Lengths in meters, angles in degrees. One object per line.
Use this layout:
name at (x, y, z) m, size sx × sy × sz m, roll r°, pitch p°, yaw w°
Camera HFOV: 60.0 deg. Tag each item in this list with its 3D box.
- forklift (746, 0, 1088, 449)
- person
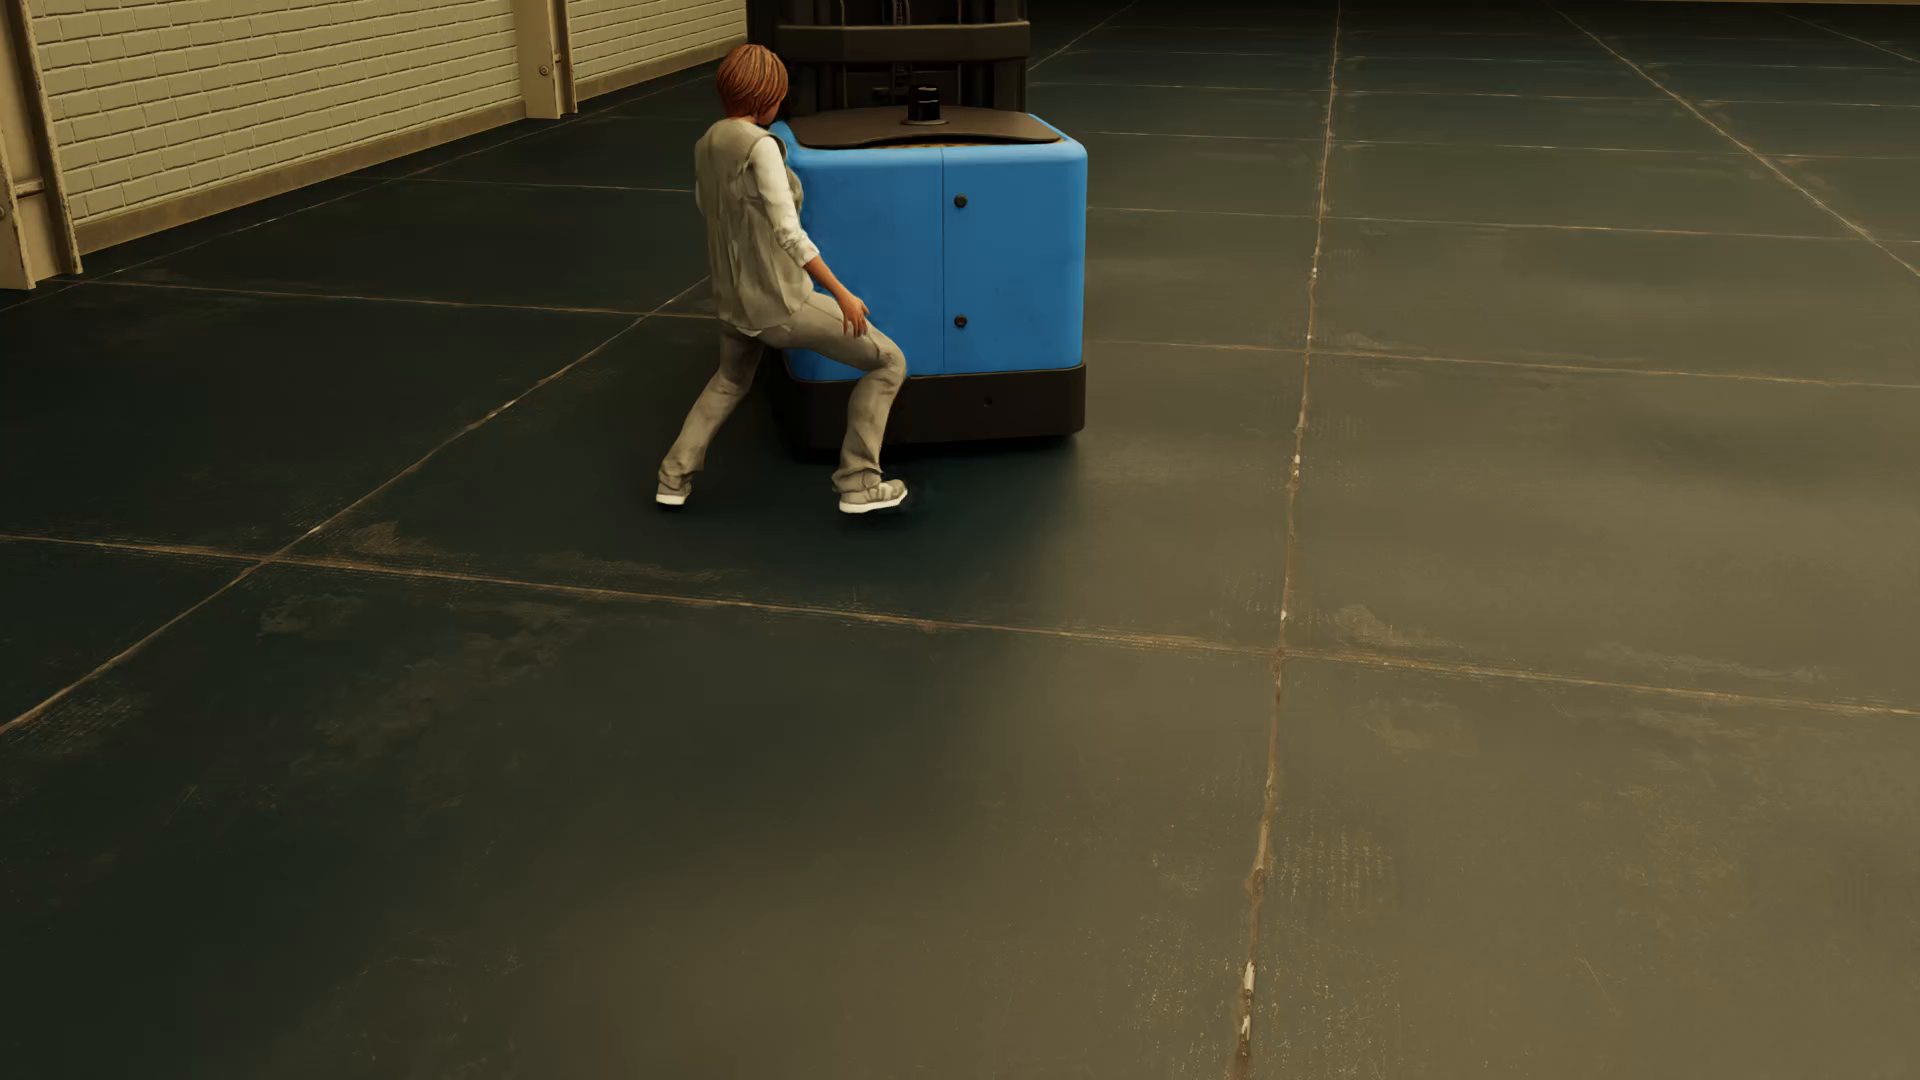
forklift at (-0.327, -2.194, 6.647) m, size 1.130 × 2.935 × 3.031 m, roll -4°, pitch 23°, yaw -10°
person at (-0.615, -0.771, 5.170) m, size 0.646 × 1.462 × 0.816 m, roll -16°, pitch 27°, yaw -34°
